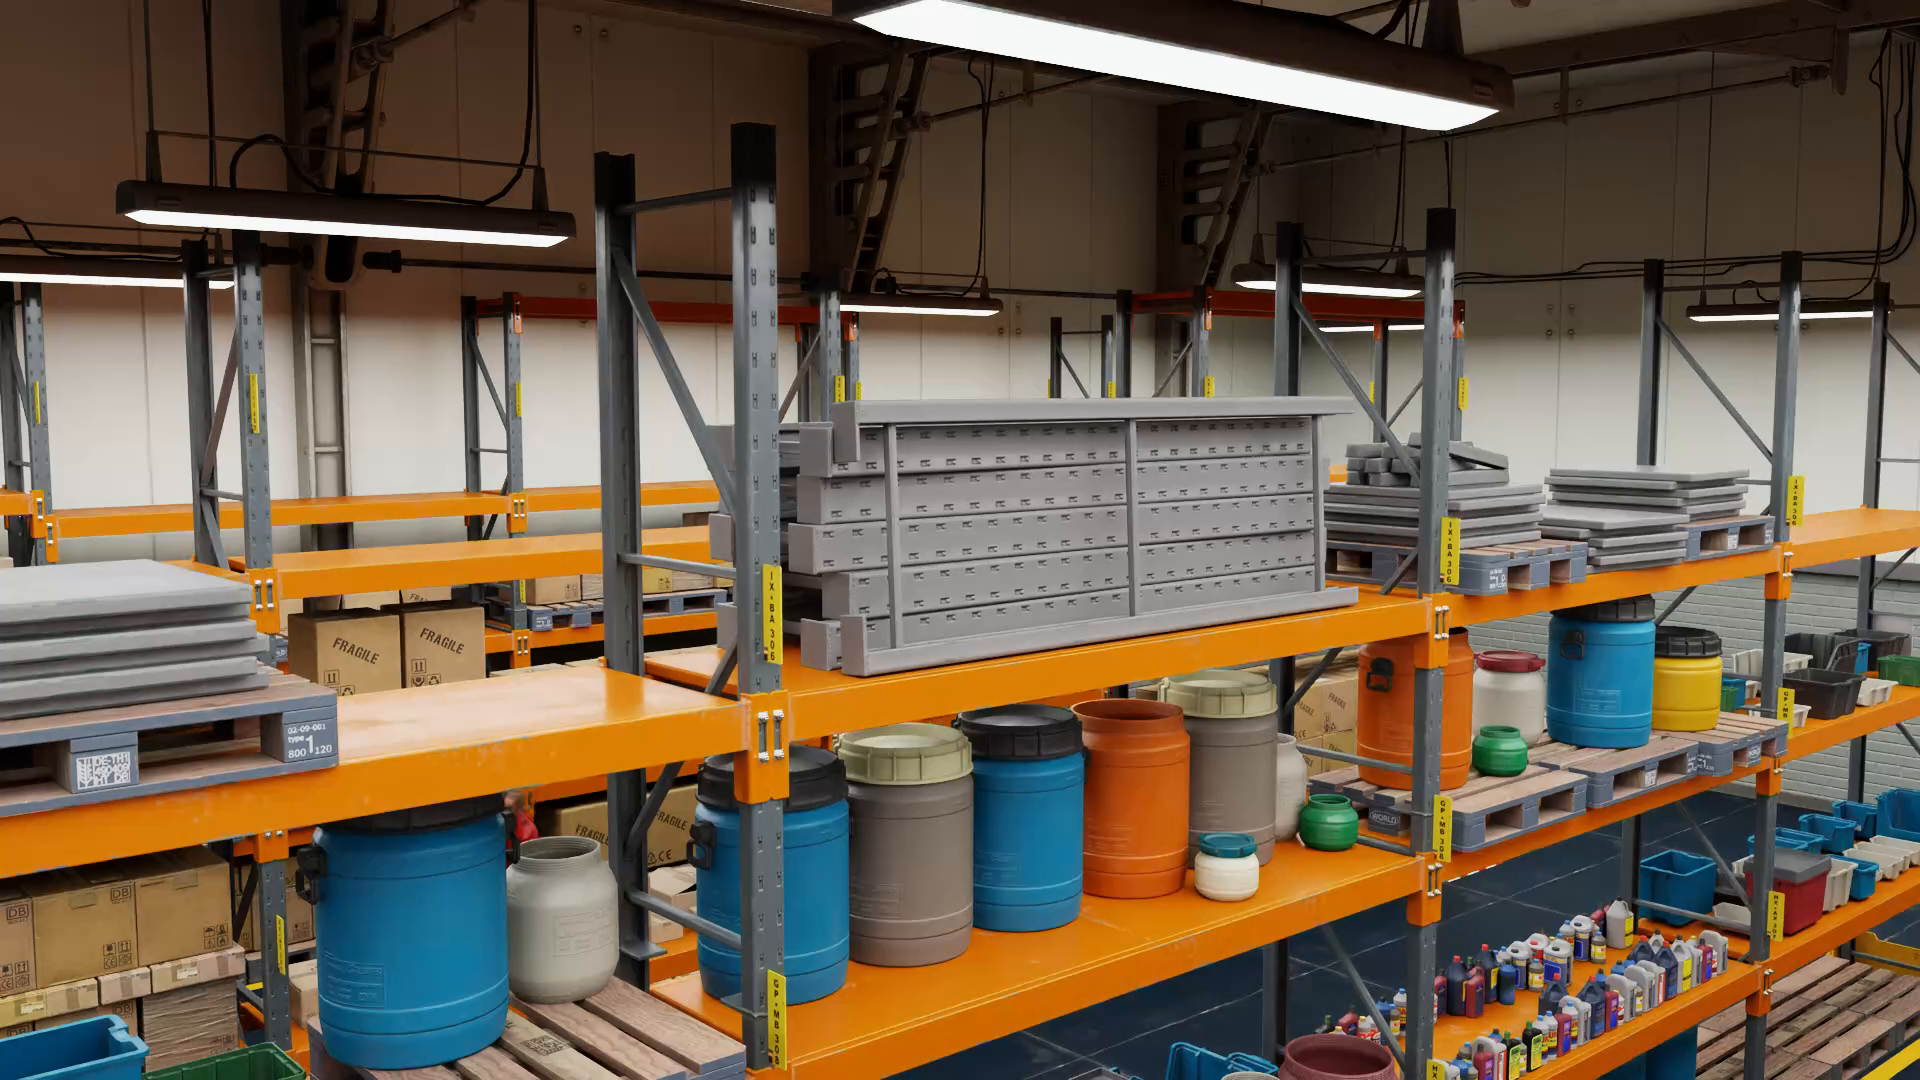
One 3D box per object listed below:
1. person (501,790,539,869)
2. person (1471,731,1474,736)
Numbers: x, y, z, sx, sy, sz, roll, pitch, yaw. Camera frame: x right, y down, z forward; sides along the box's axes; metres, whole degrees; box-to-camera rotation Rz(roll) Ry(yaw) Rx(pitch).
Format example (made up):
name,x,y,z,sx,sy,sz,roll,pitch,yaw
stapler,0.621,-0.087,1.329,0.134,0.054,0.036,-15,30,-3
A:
name,x,y,z,sx,sy,sz,roll,pitch,yaw
person,-3.797,2.967,14.319,0.805,1.669,0.661,-5,7,-43
person,5.704,2.570,18.608,0.563,1.732,0.741,3,6,32
